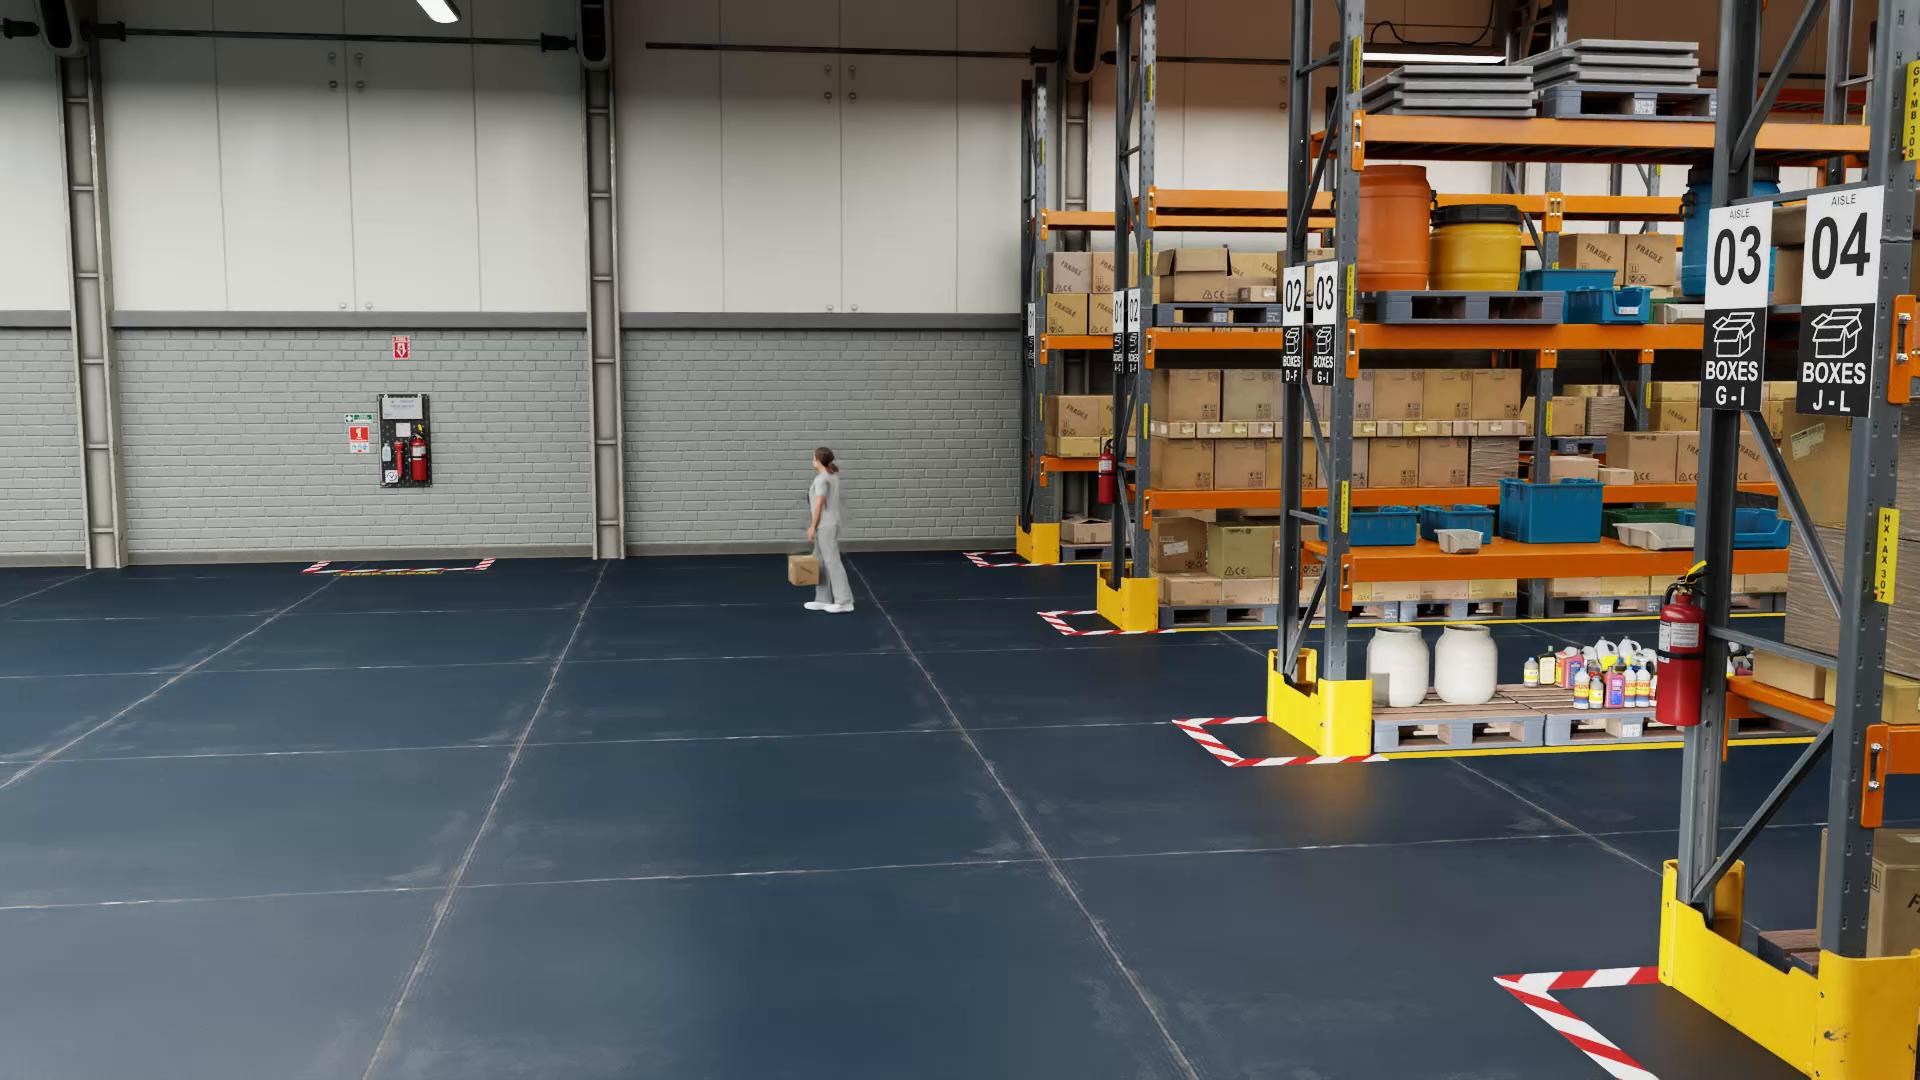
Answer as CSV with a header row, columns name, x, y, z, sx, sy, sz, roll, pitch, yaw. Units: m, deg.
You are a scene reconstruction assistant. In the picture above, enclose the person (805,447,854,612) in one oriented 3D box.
name,x,y,z,sx,sy,sz,roll,pitch,yaw
person,-1.329,-0.107,16.765,0.577,1.662,0.468,2,7,14
